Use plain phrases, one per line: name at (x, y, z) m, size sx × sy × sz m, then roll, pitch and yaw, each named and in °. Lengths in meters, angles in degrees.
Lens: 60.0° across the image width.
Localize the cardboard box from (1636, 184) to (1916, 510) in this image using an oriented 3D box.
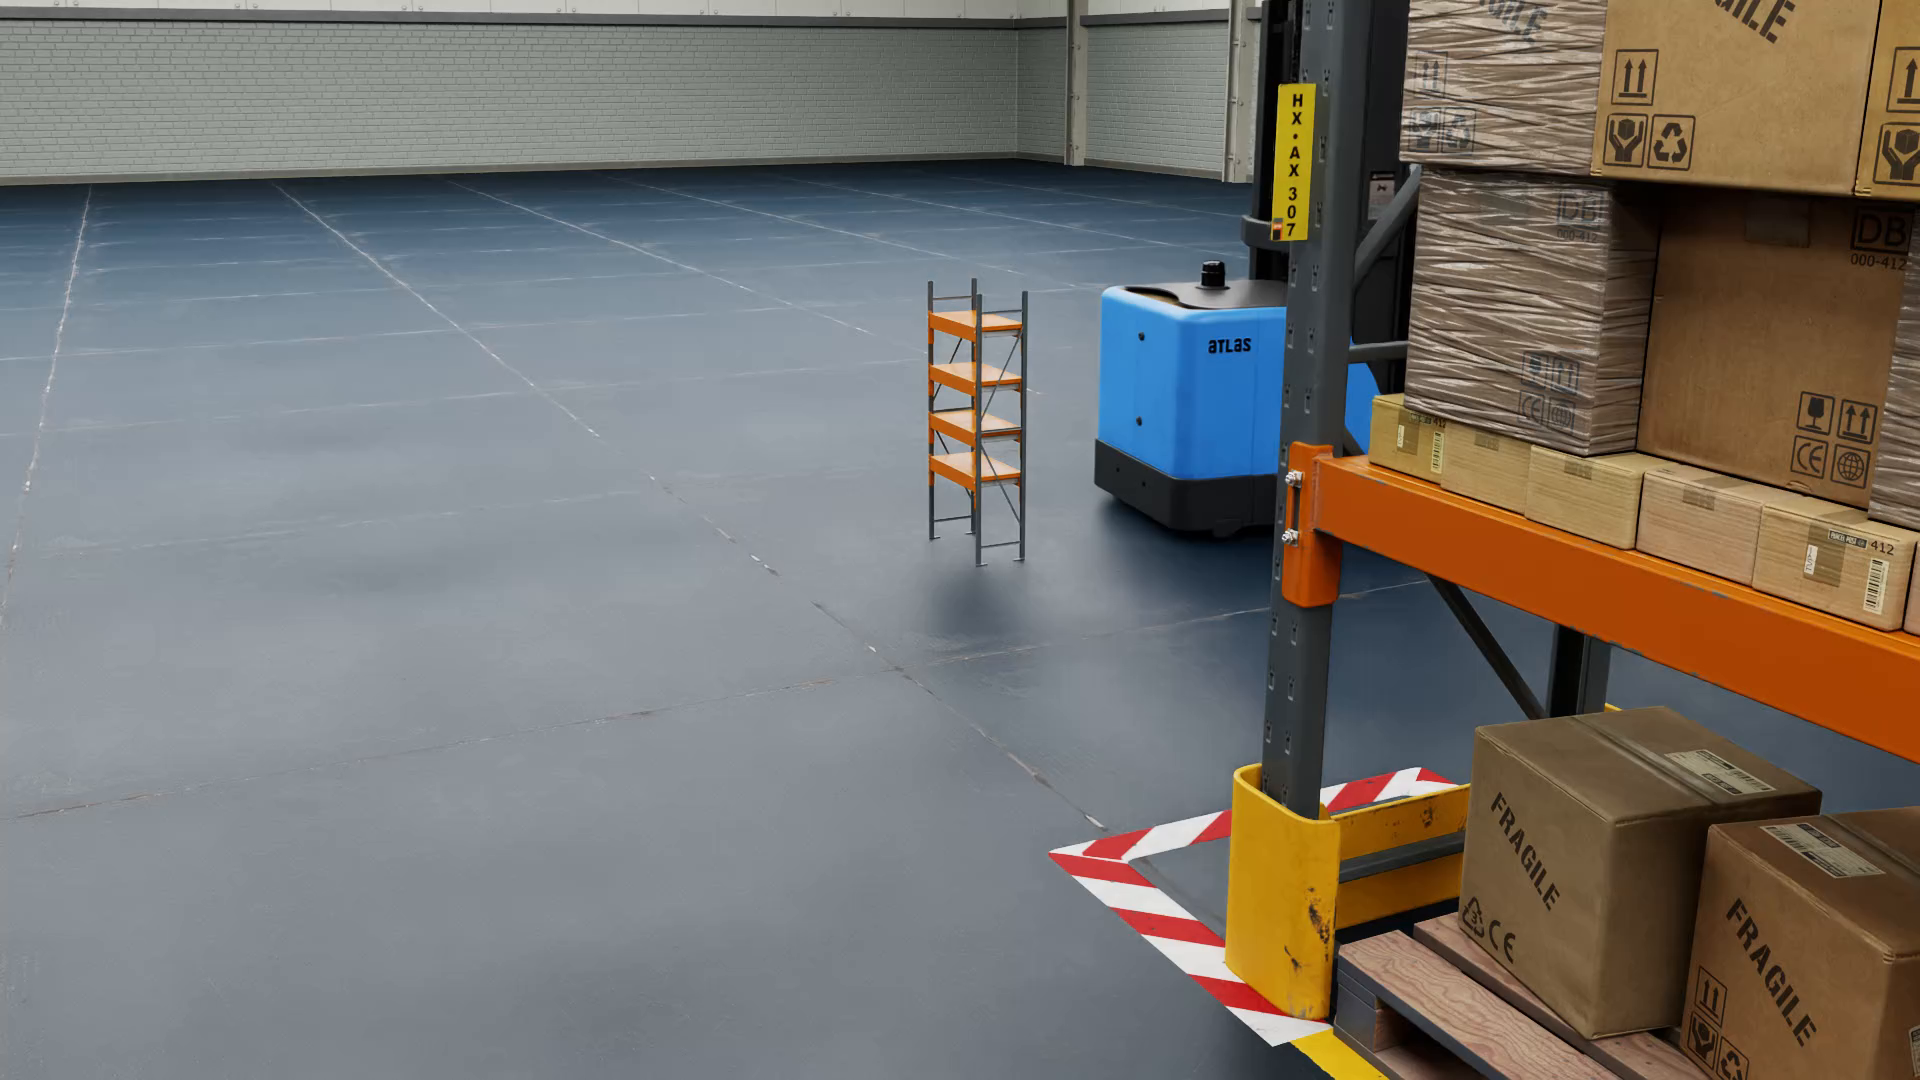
cardboard box at (1.743, -0.394, 2.964) m, size 0.875 × 0.500 × 0.500 m, roll -8°, pitch 18°, yaw -25°

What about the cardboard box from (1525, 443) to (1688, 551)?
cardboard box at (1.299, -0.104, 3.129) m, size 0.380 × 0.149 × 0.250 m, roll -8°, pitch 18°, yaw -25°

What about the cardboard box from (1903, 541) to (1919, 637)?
cardboard box at (1.664, 0.077, 2.498) m, size 0.380 × 0.149 × 0.250 m, roll -8°, pitch 18°, yaw -25°

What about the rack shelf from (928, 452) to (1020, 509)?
rack shelf at (0.073, -0.280, 7.515) m, size 0.258 × 0.148 × 0.480 m, roll -8°, pitch 18°, yaw -25°

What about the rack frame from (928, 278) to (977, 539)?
rack frame at (-0.034, -0.596, 7.653) m, size 0.240 × 1.200 × 0.015 m, roll -8°, pitch 18°, yaw -25°

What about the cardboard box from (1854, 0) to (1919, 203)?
cardboard box at (1.629, -0.706, 2.238) m, size 0.500 × 0.500 × 0.500 m, roll -8°, pitch 18°, yaw -25°

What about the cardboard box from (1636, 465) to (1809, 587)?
cardboard box at (1.427, -0.044, 2.922) m, size 0.380 × 0.149 × 0.250 m, roll -8°, pitch 18°, yaw -25°

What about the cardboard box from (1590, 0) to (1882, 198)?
cardboard box at (1.409, -0.829, 2.670) m, size 0.500 × 0.500 × 0.500 m, roll -8°, pitch 18°, yaw -25°

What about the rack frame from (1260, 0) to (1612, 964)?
rack frame at (1.200, -0.452, 3.888) m, size 1.000 × 3.000 × 0.127 m, roll -8°, pitch 18°, yaw -25°

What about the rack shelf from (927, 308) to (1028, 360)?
rack shelf at (0.073, -0.913, 7.334) m, size 0.258 × 0.148 × 0.480 m, roll -8°, pitch 18°, yaw -25°

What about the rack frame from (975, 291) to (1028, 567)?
rack frame at (0.179, -0.475, 7.231) m, size 0.240 × 1.200 × 0.015 m, roll -8°, pitch 18°, yaw -25°

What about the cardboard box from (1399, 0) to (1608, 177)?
cardboard box at (1.196, -0.954, 3.105) m, size 0.500 × 0.500 × 0.500 m, roll -8°, pitch 18°, yaw -25°

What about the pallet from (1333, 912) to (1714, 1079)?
pallet at (1.557, 1.113, 3.490) m, size 1.003 × 0.211 × 1.213 m, roll -8°, pitch 18°, yaw -25°

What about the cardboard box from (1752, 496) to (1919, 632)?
cardboard box at (1.530, 0.019, 2.703) m, size 0.380 × 0.149 × 0.250 m, roll -8°, pitch 18°, yaw -25°

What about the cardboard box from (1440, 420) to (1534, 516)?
cardboard box at (1.203, -0.167, 3.351) m, size 0.380 × 0.149 × 0.250 m, roll -8°, pitch 18°, yaw -25°

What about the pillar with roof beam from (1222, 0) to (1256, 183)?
pillar with roof beam at (1.258, -10.493, 28.001) m, size 9.100 × 9.000 × 0.400 m, roll -8°, pitch 18°, yaw -25°

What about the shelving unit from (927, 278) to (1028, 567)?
shelving unit at (0.073, -0.536, 7.442) m, size 0.258 × 1.200 × 0.503 m, roll -8°, pitch 18°, yaw -25°

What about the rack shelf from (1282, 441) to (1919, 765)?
rack shelf at (2.076, 0.390, 2.259) m, size 1.077 × 0.370 × 4.000 m, roll -8°, pitch 18°, yaw -25°

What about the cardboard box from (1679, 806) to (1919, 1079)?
cardboard box at (1.751, 0.849, 3.126) m, size 0.500 × 0.500 × 0.500 m, roll -3°, pitch 16°, yaw -10°

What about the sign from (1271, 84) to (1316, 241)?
sign at (0.712, -0.802, 3.539) m, size 0.100 × 0.325 × 0.005 m, roll -8°, pitch 18°, yaw -25°

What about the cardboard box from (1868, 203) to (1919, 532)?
cardboard box at (1.923, -0.265, 2.514) m, size 0.875 × 0.500 × 0.500 m, roll -8°, pitch 18°, yaw -25°

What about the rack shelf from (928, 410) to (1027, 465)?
rack shelf at (0.073, -0.471, 7.461) m, size 0.258 × 0.148 × 0.480 m, roll -8°, pitch 18°, yaw -25°

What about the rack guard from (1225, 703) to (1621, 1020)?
rack guard at (1.233, 0.768, 4.167) m, size 1.175 × 0.500 × 0.348 m, roll -8°, pitch 18°, yaw -25°

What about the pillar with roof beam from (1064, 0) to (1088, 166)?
pillar with roof beam at (-1.370, -11.981, 33.186) m, size 9.100 × 9.000 × 0.400 m, roll -8°, pitch 18°, yaw -25°

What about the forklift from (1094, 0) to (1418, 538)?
forklift at (2.259, -1.643, 8.164) m, size 3.031 × 2.935 × 1.130 m, roll -5°, pitch 17°, yaw -18°

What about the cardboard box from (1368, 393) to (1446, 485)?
cardboard box at (1.110, -0.232, 3.576) m, size 0.380 × 0.149 × 0.250 m, roll -8°, pitch 18°, yaw -25°

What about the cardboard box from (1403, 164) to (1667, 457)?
cardboard box at (1.416, -0.503, 3.346) m, size 0.875 × 0.500 × 0.500 m, roll -8°, pitch 18°, yaw -25°

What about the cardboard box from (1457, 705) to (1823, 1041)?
cardboard box at (1.458, 0.705, 3.628) m, size 0.500 × 0.500 × 0.500 m, roll -4°, pitch 17°, yaw -15°

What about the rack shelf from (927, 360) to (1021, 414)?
rack shelf at (0.073, -0.686, 7.399) m, size 0.258 × 0.148 × 0.480 m, roll -8°, pitch 18°, yaw -25°
